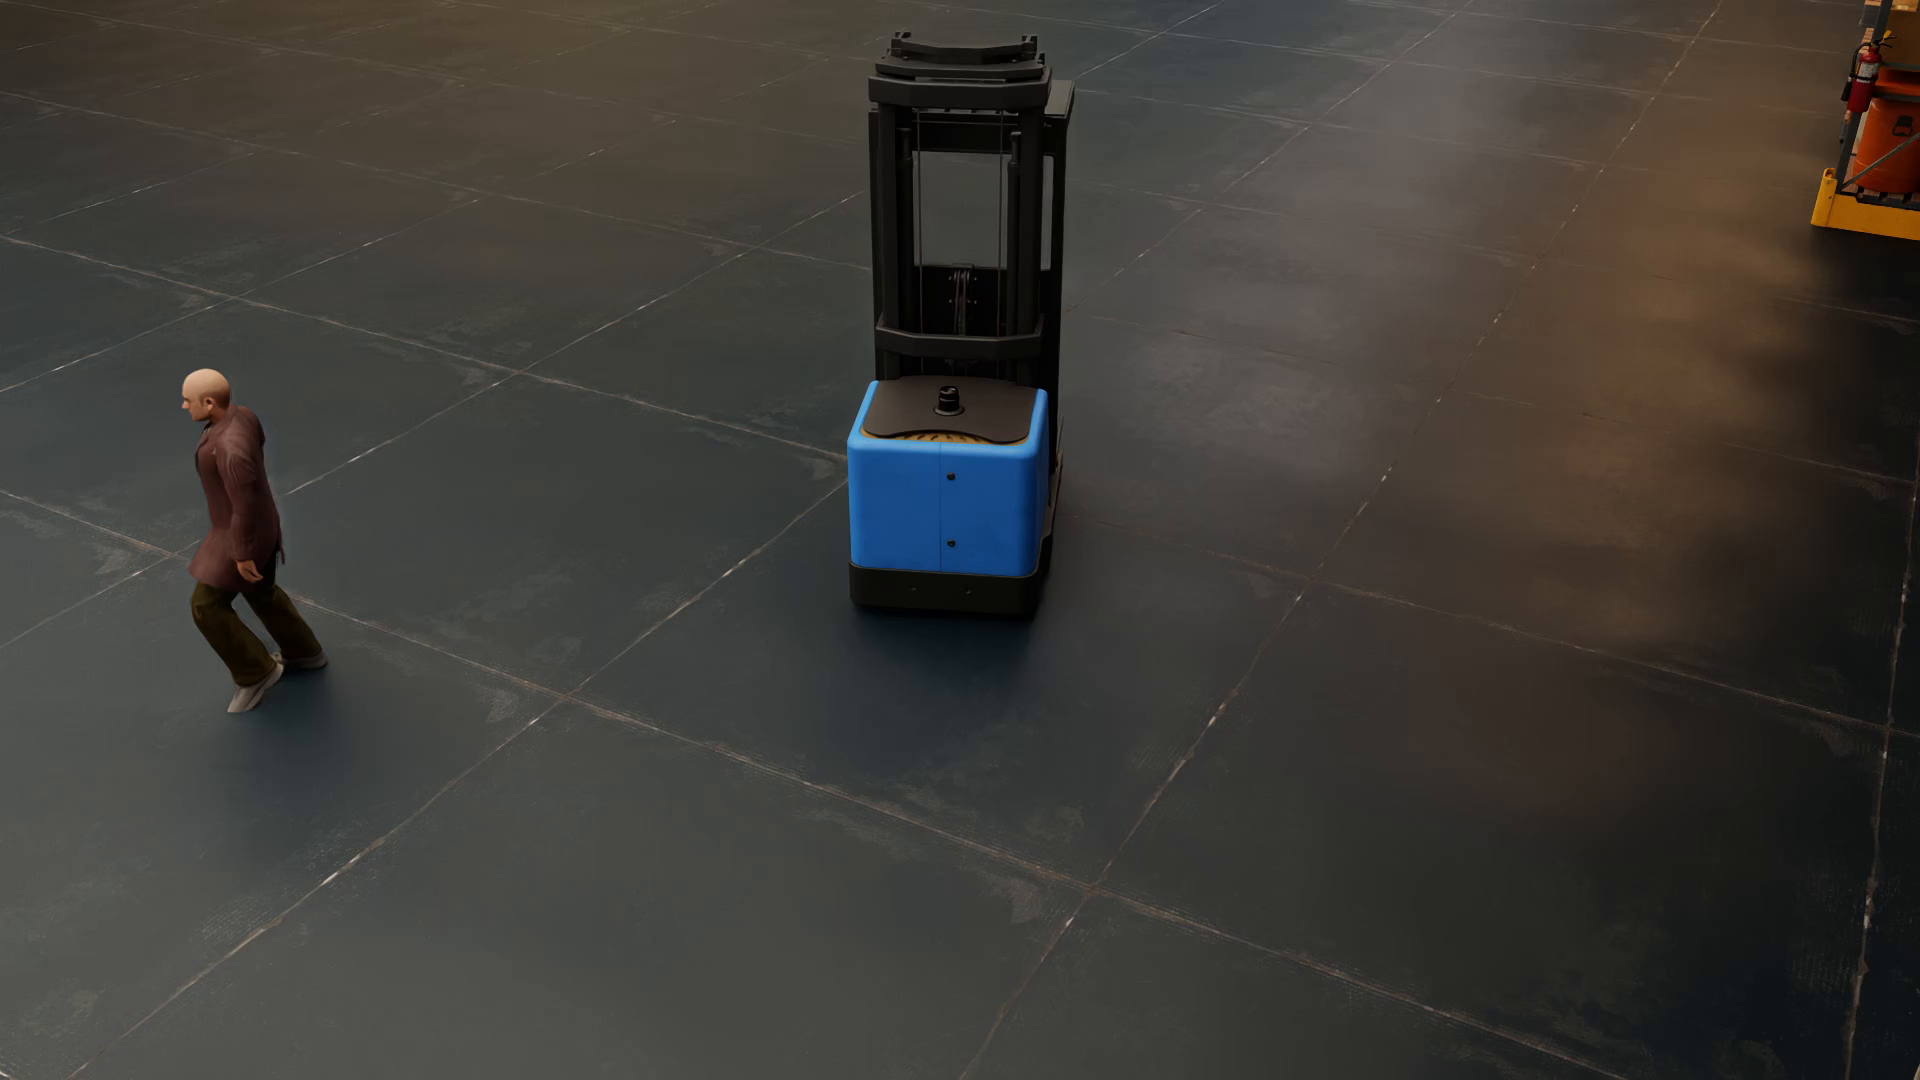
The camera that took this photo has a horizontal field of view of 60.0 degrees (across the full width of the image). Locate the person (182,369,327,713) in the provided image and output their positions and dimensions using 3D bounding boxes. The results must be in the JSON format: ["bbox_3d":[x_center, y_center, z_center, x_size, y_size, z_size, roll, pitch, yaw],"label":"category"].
[{"bbox_3d":[-3.607,-0.012,8.317,0.533,1.809,0.708,-8,31,-14],"label":"person"}]

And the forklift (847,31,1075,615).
[{"bbox_3d":[0.072,-1.572,9.794,1.130,2.935,3.031,3,30,6],"label":"forklift"}]
